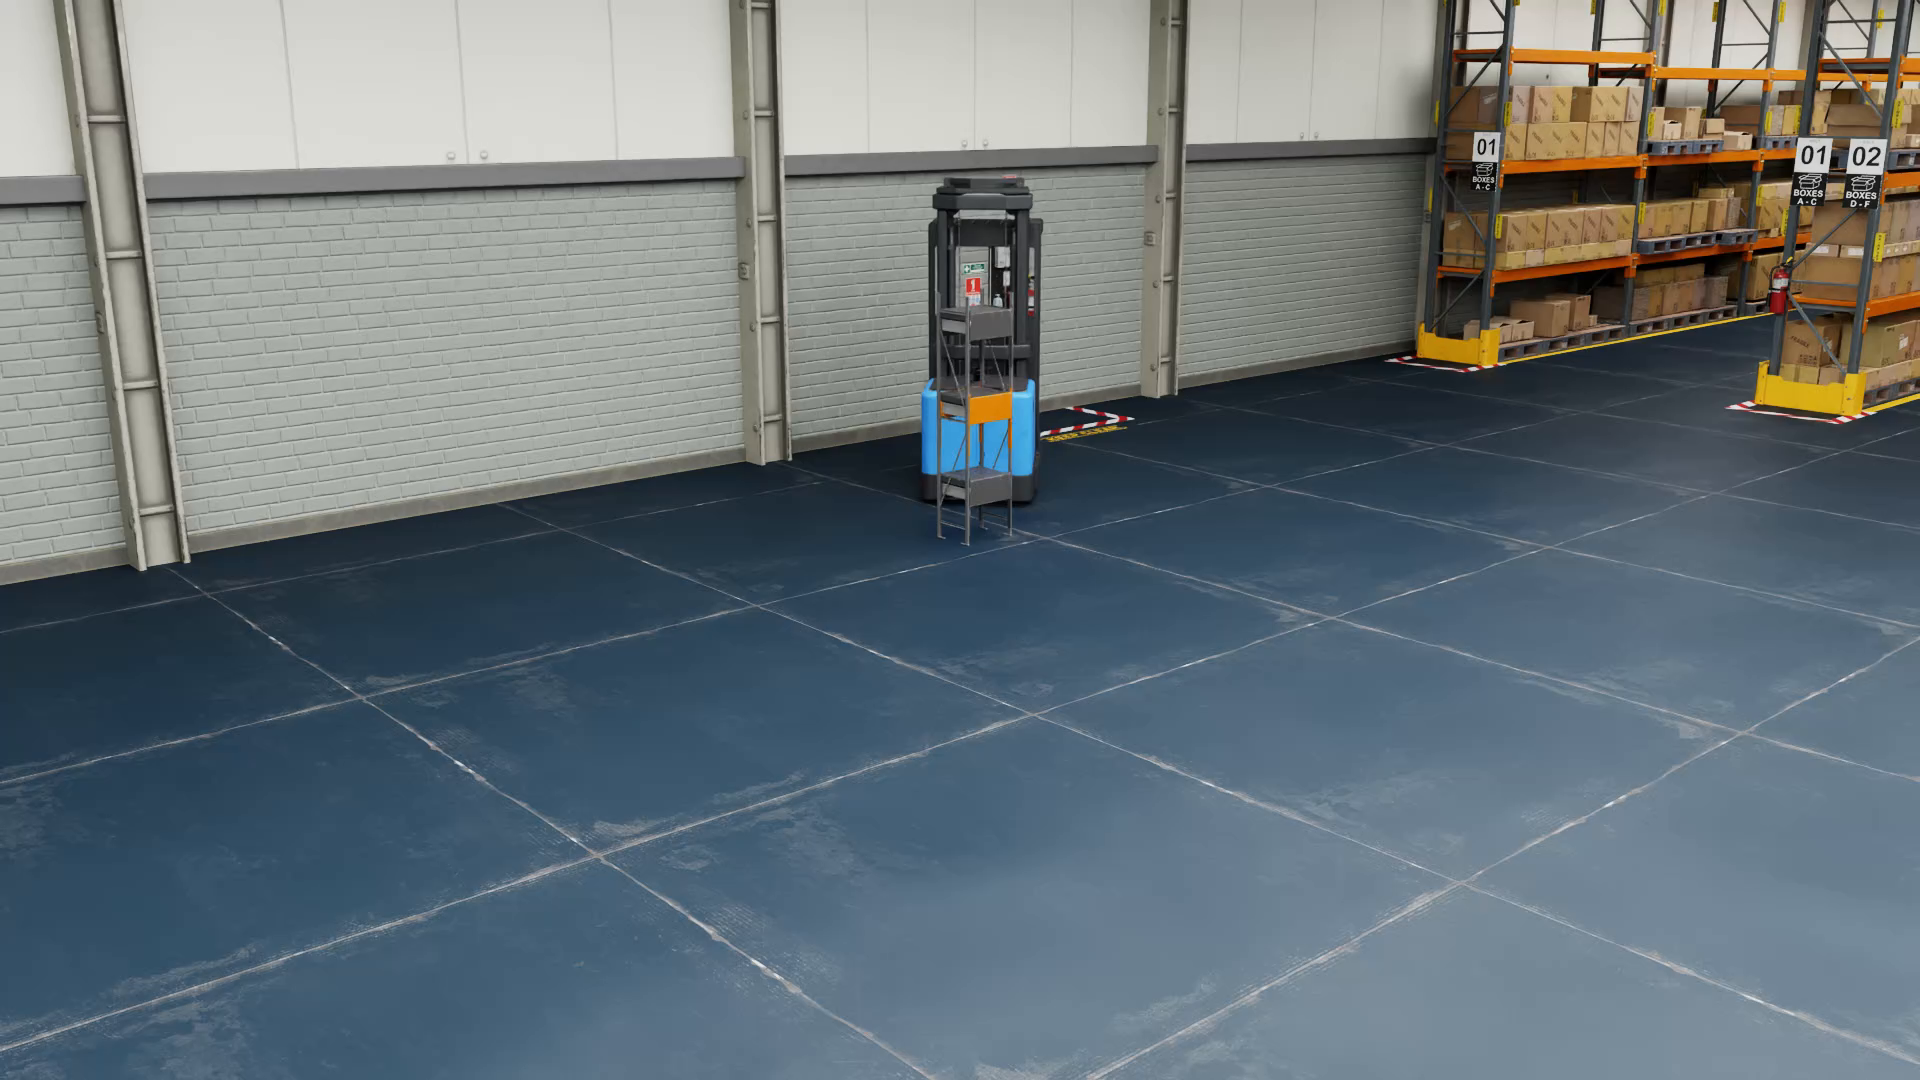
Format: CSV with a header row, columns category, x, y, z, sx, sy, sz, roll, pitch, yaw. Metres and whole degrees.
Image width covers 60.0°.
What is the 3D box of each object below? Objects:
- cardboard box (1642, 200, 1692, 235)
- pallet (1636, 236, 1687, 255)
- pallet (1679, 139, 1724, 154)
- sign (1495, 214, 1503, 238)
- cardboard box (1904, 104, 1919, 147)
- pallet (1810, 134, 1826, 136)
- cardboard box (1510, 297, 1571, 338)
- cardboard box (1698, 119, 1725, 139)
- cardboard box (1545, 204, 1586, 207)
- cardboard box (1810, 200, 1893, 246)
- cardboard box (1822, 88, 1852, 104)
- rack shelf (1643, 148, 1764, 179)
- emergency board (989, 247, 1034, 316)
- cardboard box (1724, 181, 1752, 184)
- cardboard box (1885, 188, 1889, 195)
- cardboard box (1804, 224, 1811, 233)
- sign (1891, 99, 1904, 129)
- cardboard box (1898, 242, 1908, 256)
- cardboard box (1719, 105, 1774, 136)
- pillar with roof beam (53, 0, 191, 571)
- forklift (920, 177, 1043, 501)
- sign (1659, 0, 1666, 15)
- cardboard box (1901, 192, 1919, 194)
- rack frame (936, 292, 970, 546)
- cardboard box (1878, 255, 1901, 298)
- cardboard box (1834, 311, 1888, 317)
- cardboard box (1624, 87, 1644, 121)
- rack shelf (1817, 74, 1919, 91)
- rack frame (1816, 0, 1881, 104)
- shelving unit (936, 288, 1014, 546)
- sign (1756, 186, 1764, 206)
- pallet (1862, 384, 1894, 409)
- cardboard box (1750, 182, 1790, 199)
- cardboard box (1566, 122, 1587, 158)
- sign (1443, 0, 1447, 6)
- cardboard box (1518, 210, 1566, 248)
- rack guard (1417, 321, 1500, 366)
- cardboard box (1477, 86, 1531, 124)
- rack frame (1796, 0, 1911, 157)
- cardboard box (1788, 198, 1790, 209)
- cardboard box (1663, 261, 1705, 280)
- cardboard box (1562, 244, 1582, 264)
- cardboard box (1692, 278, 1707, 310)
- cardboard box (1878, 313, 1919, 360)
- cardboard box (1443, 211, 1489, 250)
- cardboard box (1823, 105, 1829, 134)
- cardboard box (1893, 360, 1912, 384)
category,x,y,z,sx,sy,sz,roll,pitch,yaw
cardboard box,11.419,-5.256,27.069,0.500,0.500,0.700,-10,18,-32
pallet,10.782,-4.713,26.454,1.213,0.211,1.003,-13,19,-39
pallet,11.426,-6.323,26.662,1.003,0.211,1.213,-13,19,-39
sign,7.449,-4.340,23.007,0.005,0.325,0.100,-13,19,-39
cardboard box,11.779,-5.060,20.288,0.500,0.500,0.500,-13,19,-39
pallet,15.486,-7.252,30.145,1.217,0.209,0.805,-14,20,-42
cardboard box,8.690,-3.343,24.943,0.500,0.500,0.700,-14,21,-43
cardboard box,12.089,-6.690,27.430,0.637,0.503,0.797,-9,18,-32
cardboard box,9.225,-4.878,25.500,0.500,0.500,0.500,-13,20,-40
cardboard box,10.747,-3.824,20.046,0.500,0.500,0.700,-13,19,-39
cardboard box,16.519,-8.214,31.206,0.500,0.500,0.500,-13,20,-40
rack shelf,11.619,-6.145,27.025,4.000,0.370,1.077,-13,19,-39
emergency board,0.637,-2.886,19.244,0.643,1.169,0.194,-13,19,-39
cardboard box,13.692,-6.161,29.240,0.500,0.250,0.500,-13,20,-41
cardboard box,17.119,-6.416,31.877,0.700,0.700,0.980,-13,20,-41
cardboard box,15.088,-5.629,29.960,0.250,0.149,0.380,-13,20,-41
sign,10.707,-4.864,18.988,0.005,0.325,0.100,-13,19,-39
cardboard box,11.363,-3.579,20.386,0.250,0.149,0.380,-13,20,-40
cardboard box,13.449,-7.184,28.474,0.700,0.500,0.500,14,21,43
pillar with roof beam,-3.700,-3.325,9.261,0.400,9.000,9.100,-13,19,-39
forklift,0.256,-2.100,16.434,1.130,2.935,3.031,1,15,4
sign,10.452,-7.984,24.739,0.005,0.325,0.100,-13,19,-39
cardboard box,12.653,-4.254,21.655,0.500,0.500,0.700,-13,20,-39
rack frame,-0.059,-1.001,13.929,0.015,2.100,0.400,-13,19,-39
cardboard box,11.100,-3.278,20.516,0.500,0.500,0.700,-12,19,-38
cardboard box,11.679,-2.706,21.628,0.500,0.500,0.500,-13,19,-39
cardboard box,9.910,-6.557,25.004,0.500,0.500,0.500,14,20,42
rack shelf,17.654,-8.756,31.763,4.000,0.370,1.077,-13,19,-39
rack frame,16.145,-8.958,30.350,0.127,3.000,1.000,-13,19,-39
shelving unit,0.125,-1.042,14.084,0.503,2.100,0.431,-13,19,-39
sign,13.491,-5.799,28.059,0.005,0.325,0.100,-13,19,-39
pallet,10.896,-1.854,20.781,1.213,0.211,1.003,-13,19,-39
cardboard box,14.044,-6.064,28.878,0.500,0.250,0.500,-13,20,-40
cardboard box,8.717,-5.810,24.143,0.500,0.500,0.500,-11,19,-36
sign,6.743,-7.565,23.016,0.005,0.325,0.100,-13,19,-39
cardboard box,8.423,-4.517,24.147,0.500,0.500,0.500,-13,20,-41
rack guard,7.150,-2.832,23.885,0.348,0.500,1.175,-13,19,-39
cardboard box,7.542,-6.035,23.050,0.500,0.500,0.500,14,21,43
rack frame,10.347,-5.962,19.132,0.127,3.000,1.000,-13,19,-39
cardboard box,14.438,-5.787,29.295,0.500,0.500,0.500,-13,20,-40
cardboard box,12.147,-4.533,27.946,0.500,0.250,0.500,-12,19,-38
cardboard box,8.822,-4.246,24.586,0.500,0.250,0.500,-12,19,-39
cardboard box,12.153,-4.190,28.117,0.500,0.500,0.700,-13,20,-39
cardboard box,12.031,-2.601,21.237,0.500,0.500,0.500,-13,19,-39
cardboard box,7.308,-4.448,23.888,0.500,0.500,0.500,-13,20,-40
cardboard box,15.409,-7.642,30.190,0.500,0.500,0.700,-14,20,-42
cardboard box,11.650,-2.155,21.021,0.500,0.250,0.500,-13,19,-39
